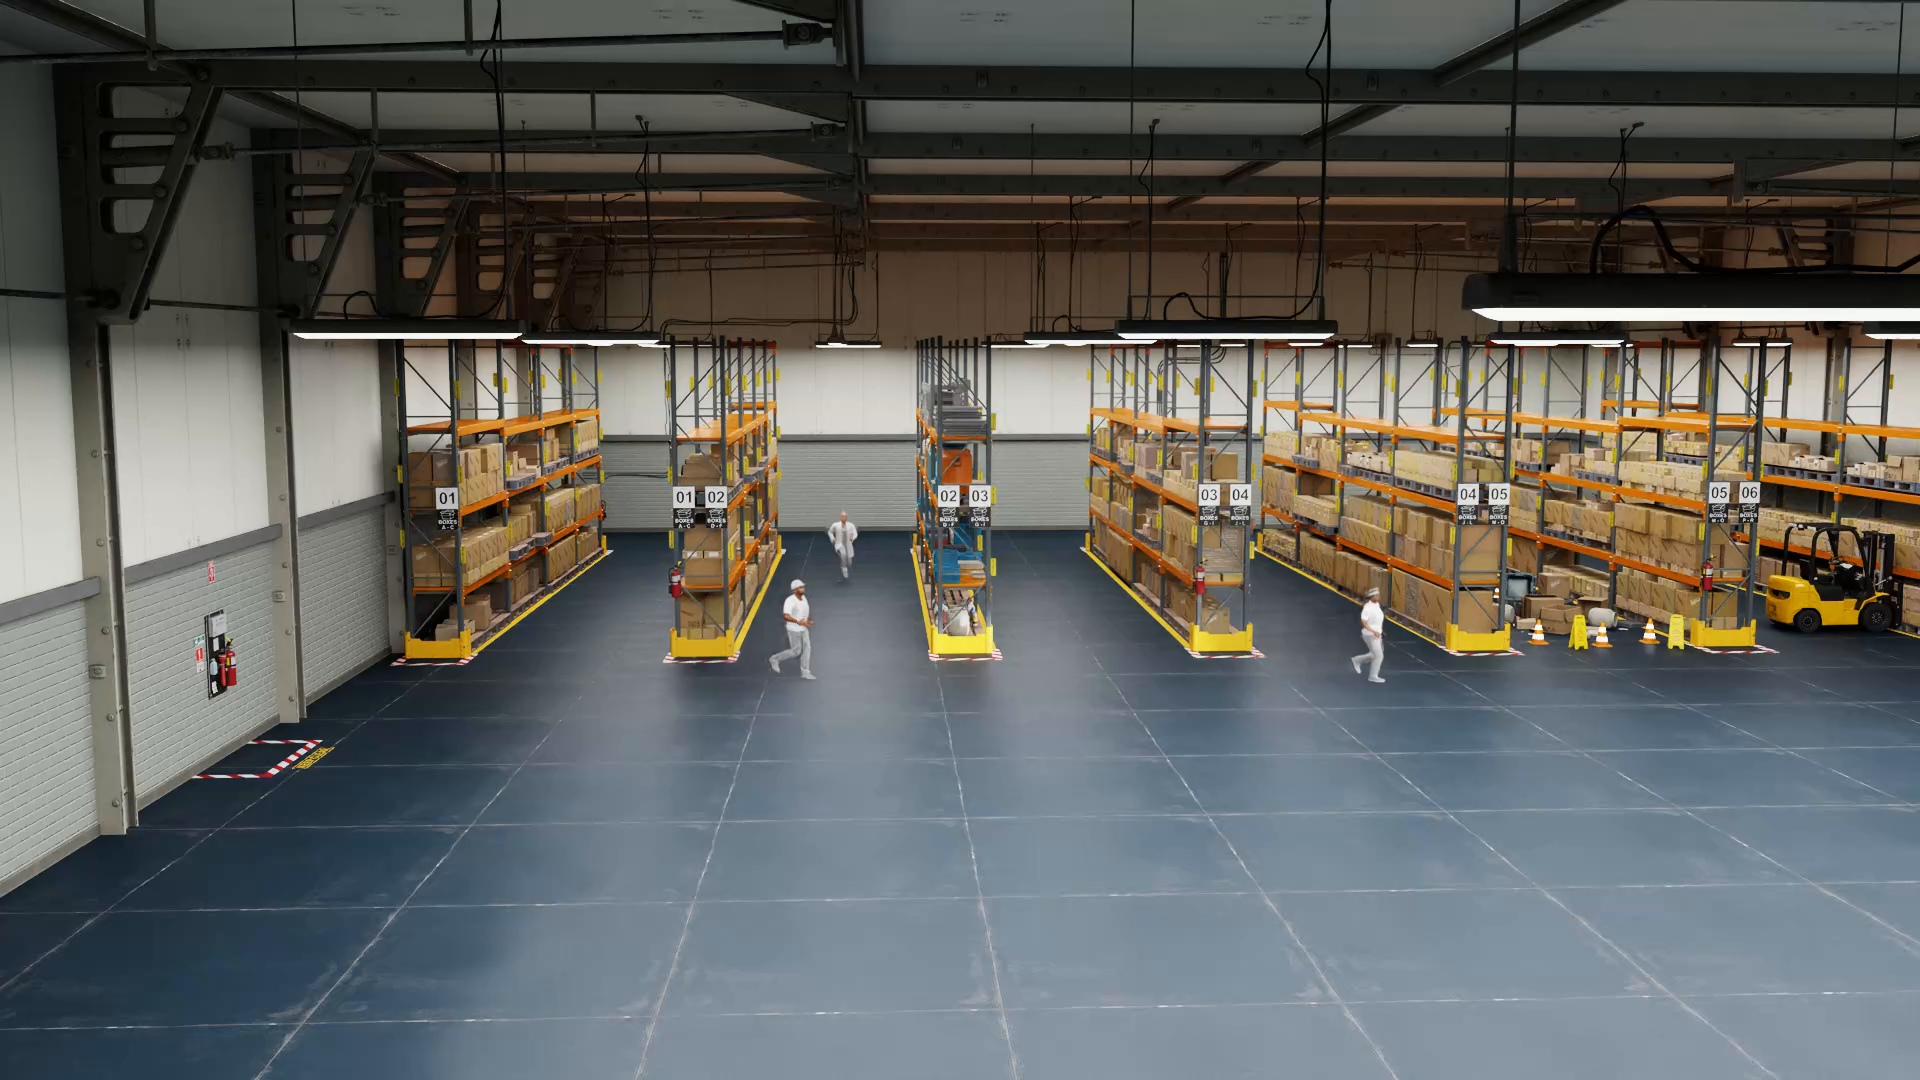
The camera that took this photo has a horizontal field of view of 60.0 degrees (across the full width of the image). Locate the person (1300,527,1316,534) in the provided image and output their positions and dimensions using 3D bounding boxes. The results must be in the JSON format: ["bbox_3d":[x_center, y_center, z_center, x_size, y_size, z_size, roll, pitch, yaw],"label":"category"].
[{"bbox_3d":[10.095,-0.635,48.738,0.675,1.646,0.850,-6,9,-40],"label":"person"}]

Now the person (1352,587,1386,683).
[{"bbox_3d":[7.095,1.628,28.869,0.633,1.650,0.617,4,8,34],"label":"person"}]

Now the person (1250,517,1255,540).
[{"bbox_3d":[7.586,-0.115,44.534,0.630,1.612,0.595,0,6,2],"label":"person"}]

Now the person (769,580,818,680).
[{"bbox_3d":[-2.888,1.564,29.112,0.862,1.761,0.708,3,7,23],"label":"person"}]

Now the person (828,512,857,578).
[{"bbox_3d":[-2.887,0.146,41.129,0.720,1.673,0.941,-2,7,-14],"label":"person"}]
